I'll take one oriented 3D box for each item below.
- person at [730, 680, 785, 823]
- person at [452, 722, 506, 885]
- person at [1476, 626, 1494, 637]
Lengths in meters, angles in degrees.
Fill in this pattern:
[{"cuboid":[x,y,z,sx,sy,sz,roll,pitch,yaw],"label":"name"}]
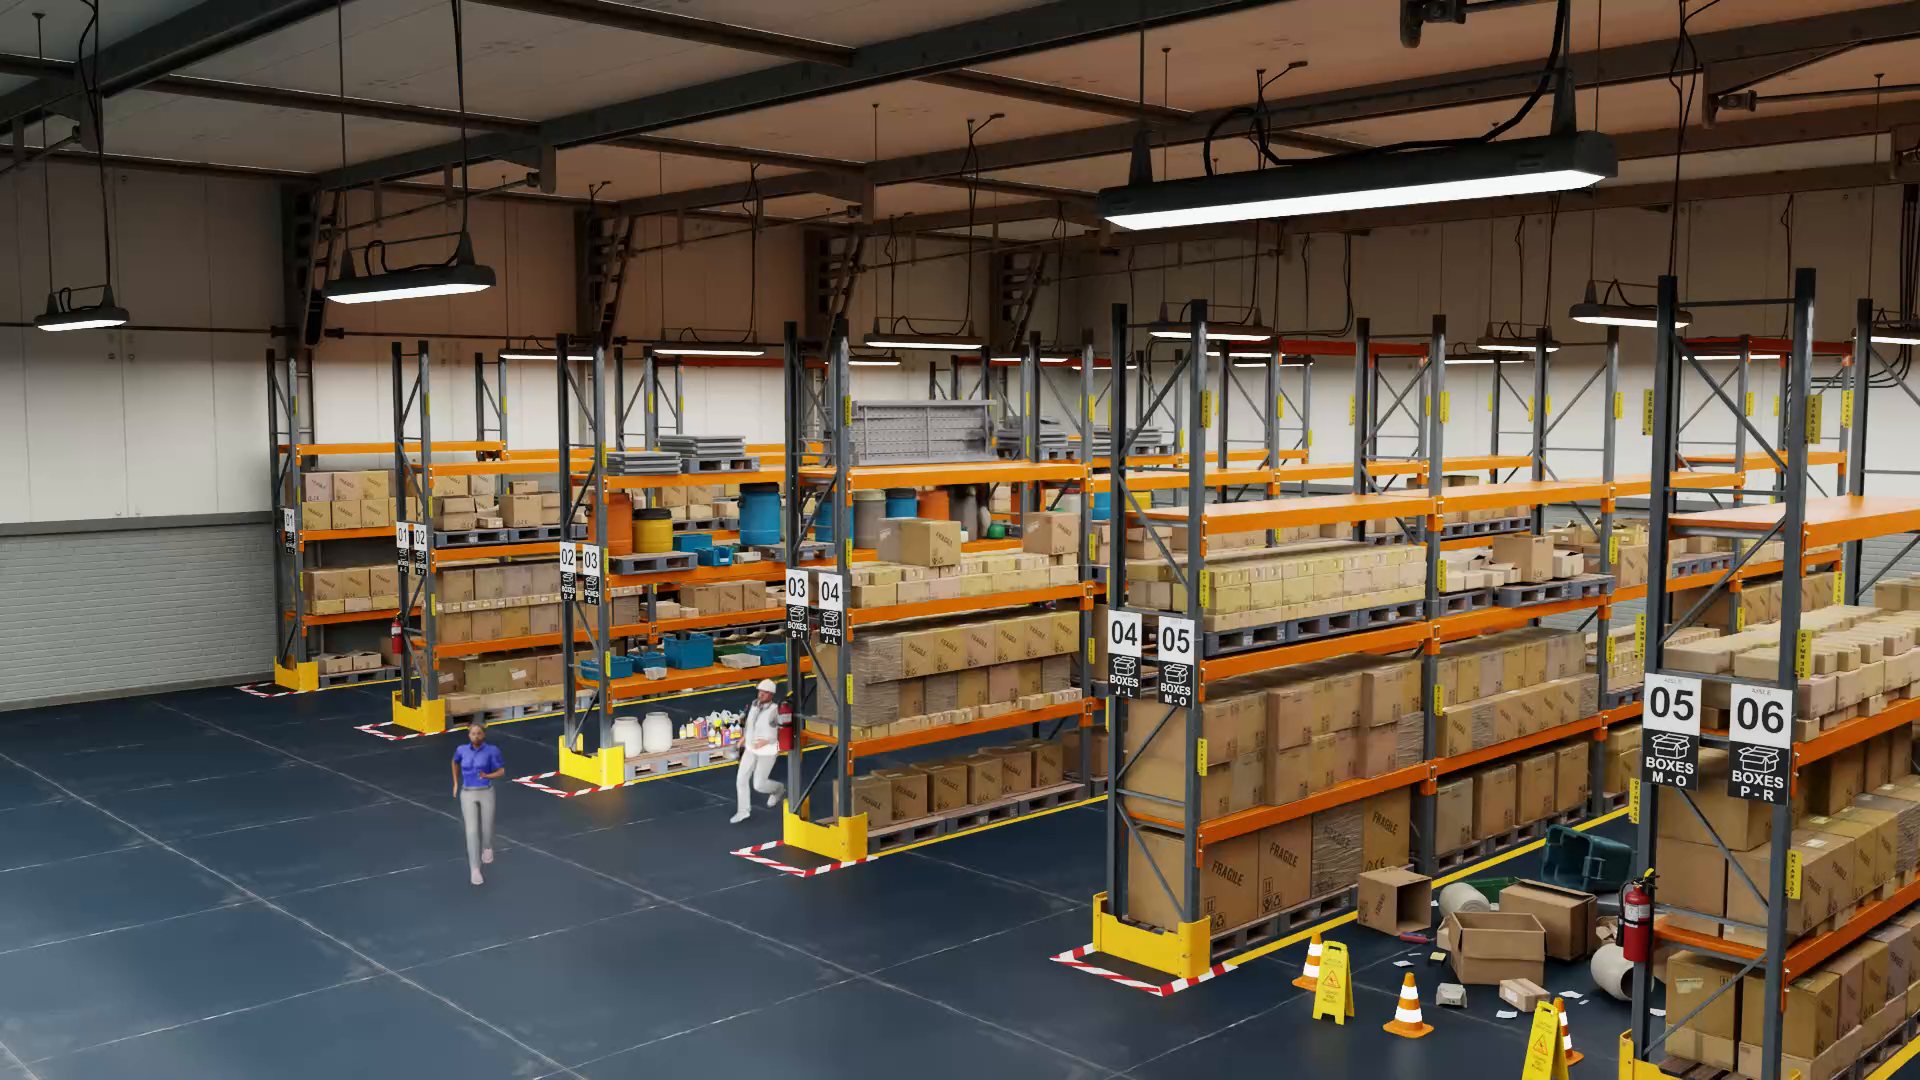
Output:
[{"cuboid":[-2.385,2.560,20.305,0.697,1.750,0.793,3,6,35],"label":"person"},{"cuboid":[-5.171,2.767,17.884,0.567,1.661,0.933,-1,5,-14],"label":"person"},{"cuboid":[8.146,2.082,25.692,0.656,1.745,0.627,4,6,40],"label":"person"}]
